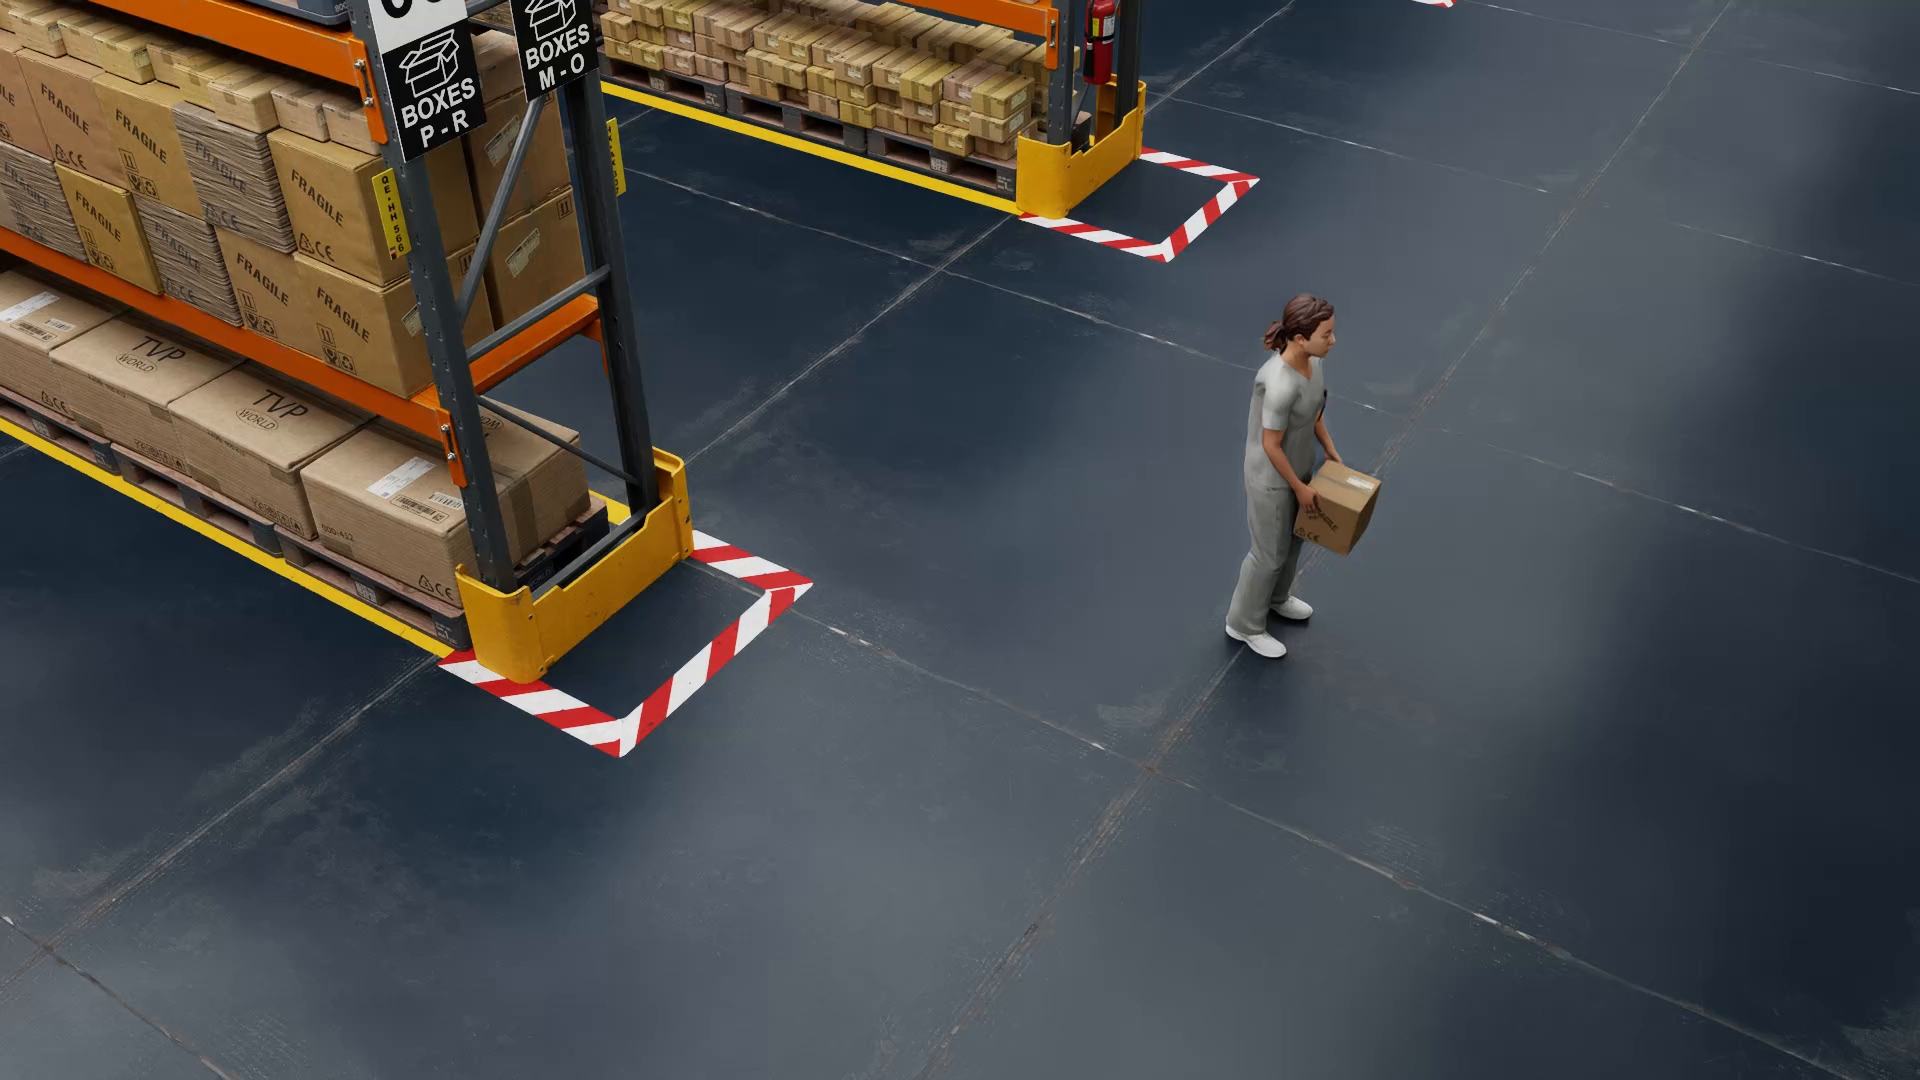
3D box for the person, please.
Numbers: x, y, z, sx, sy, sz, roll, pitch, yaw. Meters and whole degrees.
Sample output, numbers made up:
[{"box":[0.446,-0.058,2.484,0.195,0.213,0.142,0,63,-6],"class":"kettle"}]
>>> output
[{"box":[1.391,-0.286,7.036,0.395,1.676,0.467,21,43,24],"class":"person"}]
